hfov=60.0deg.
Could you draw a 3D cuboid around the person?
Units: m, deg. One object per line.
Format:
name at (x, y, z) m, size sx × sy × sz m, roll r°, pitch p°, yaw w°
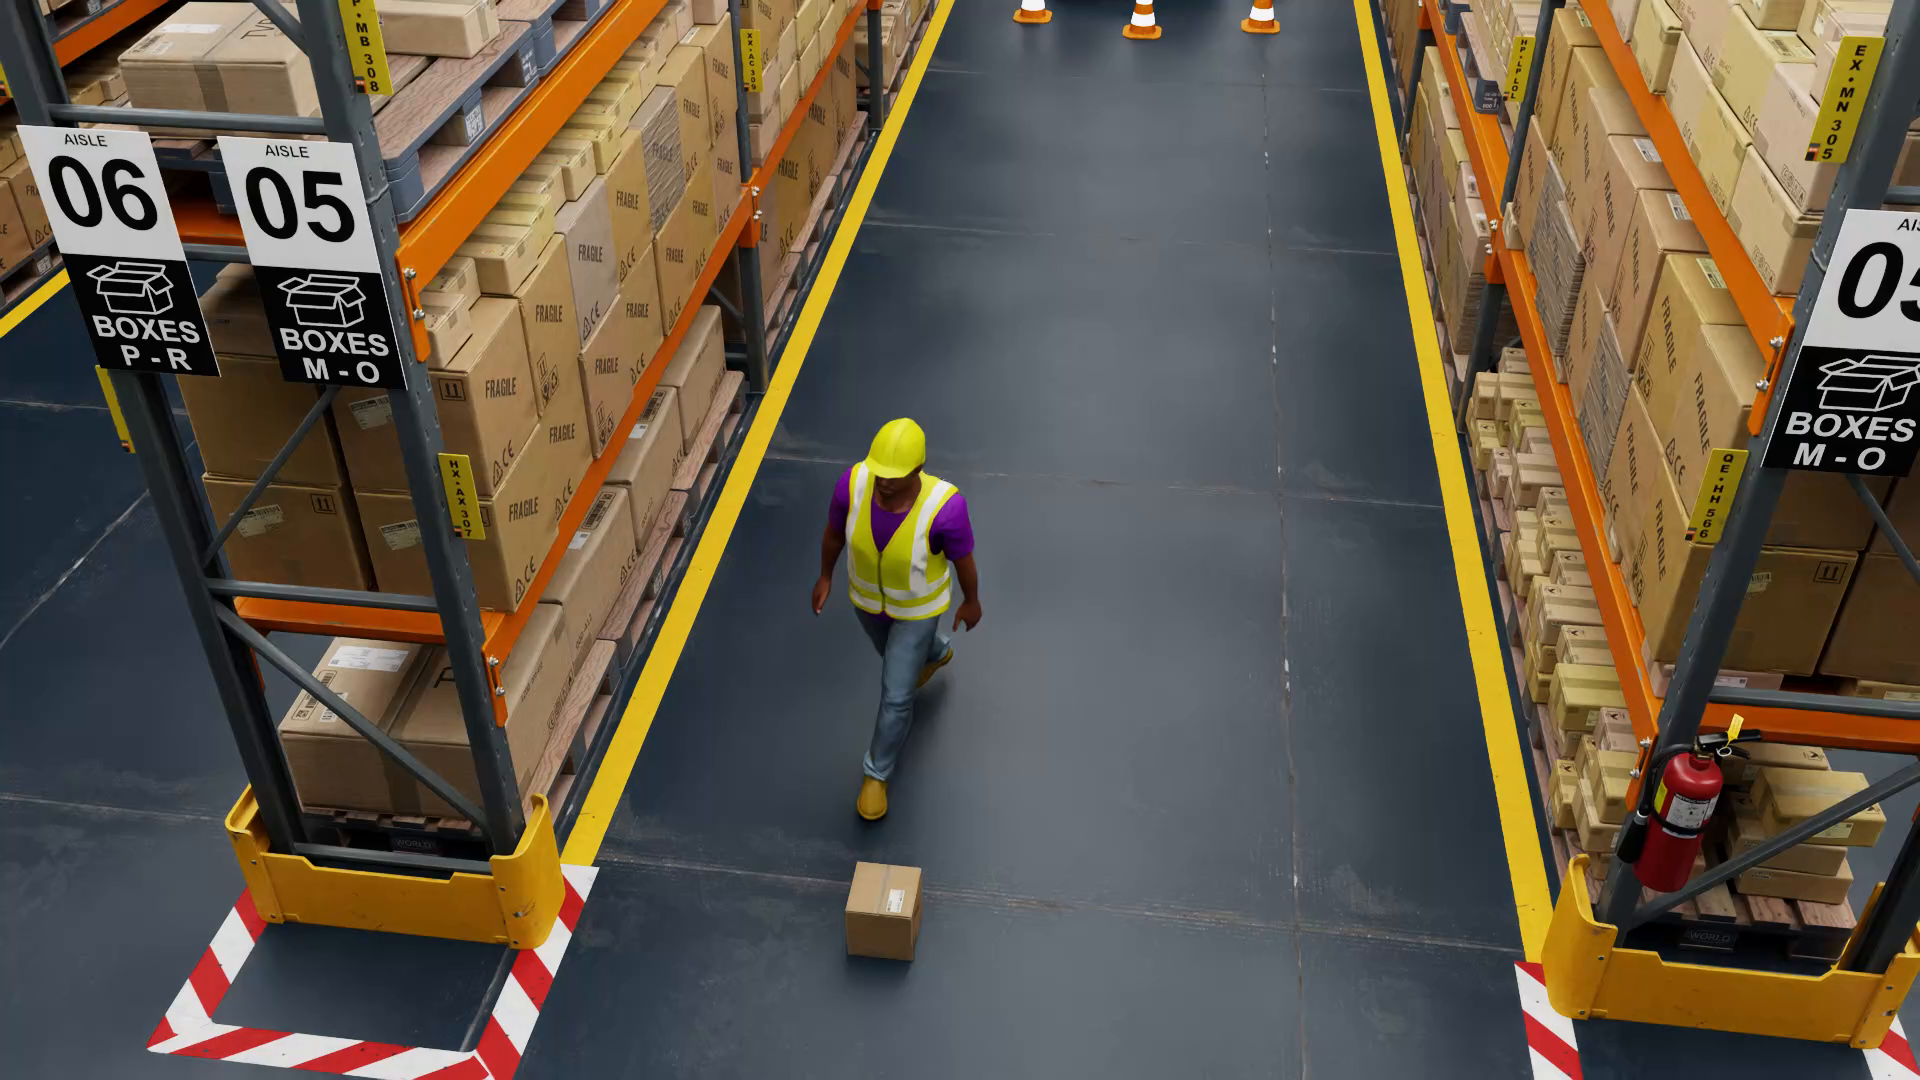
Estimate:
person at (-0.265, 0.195, 6.763) m, size 0.682 × 1.727 × 1.029 m, roll 14°, pitch 38°, yaw 18°
